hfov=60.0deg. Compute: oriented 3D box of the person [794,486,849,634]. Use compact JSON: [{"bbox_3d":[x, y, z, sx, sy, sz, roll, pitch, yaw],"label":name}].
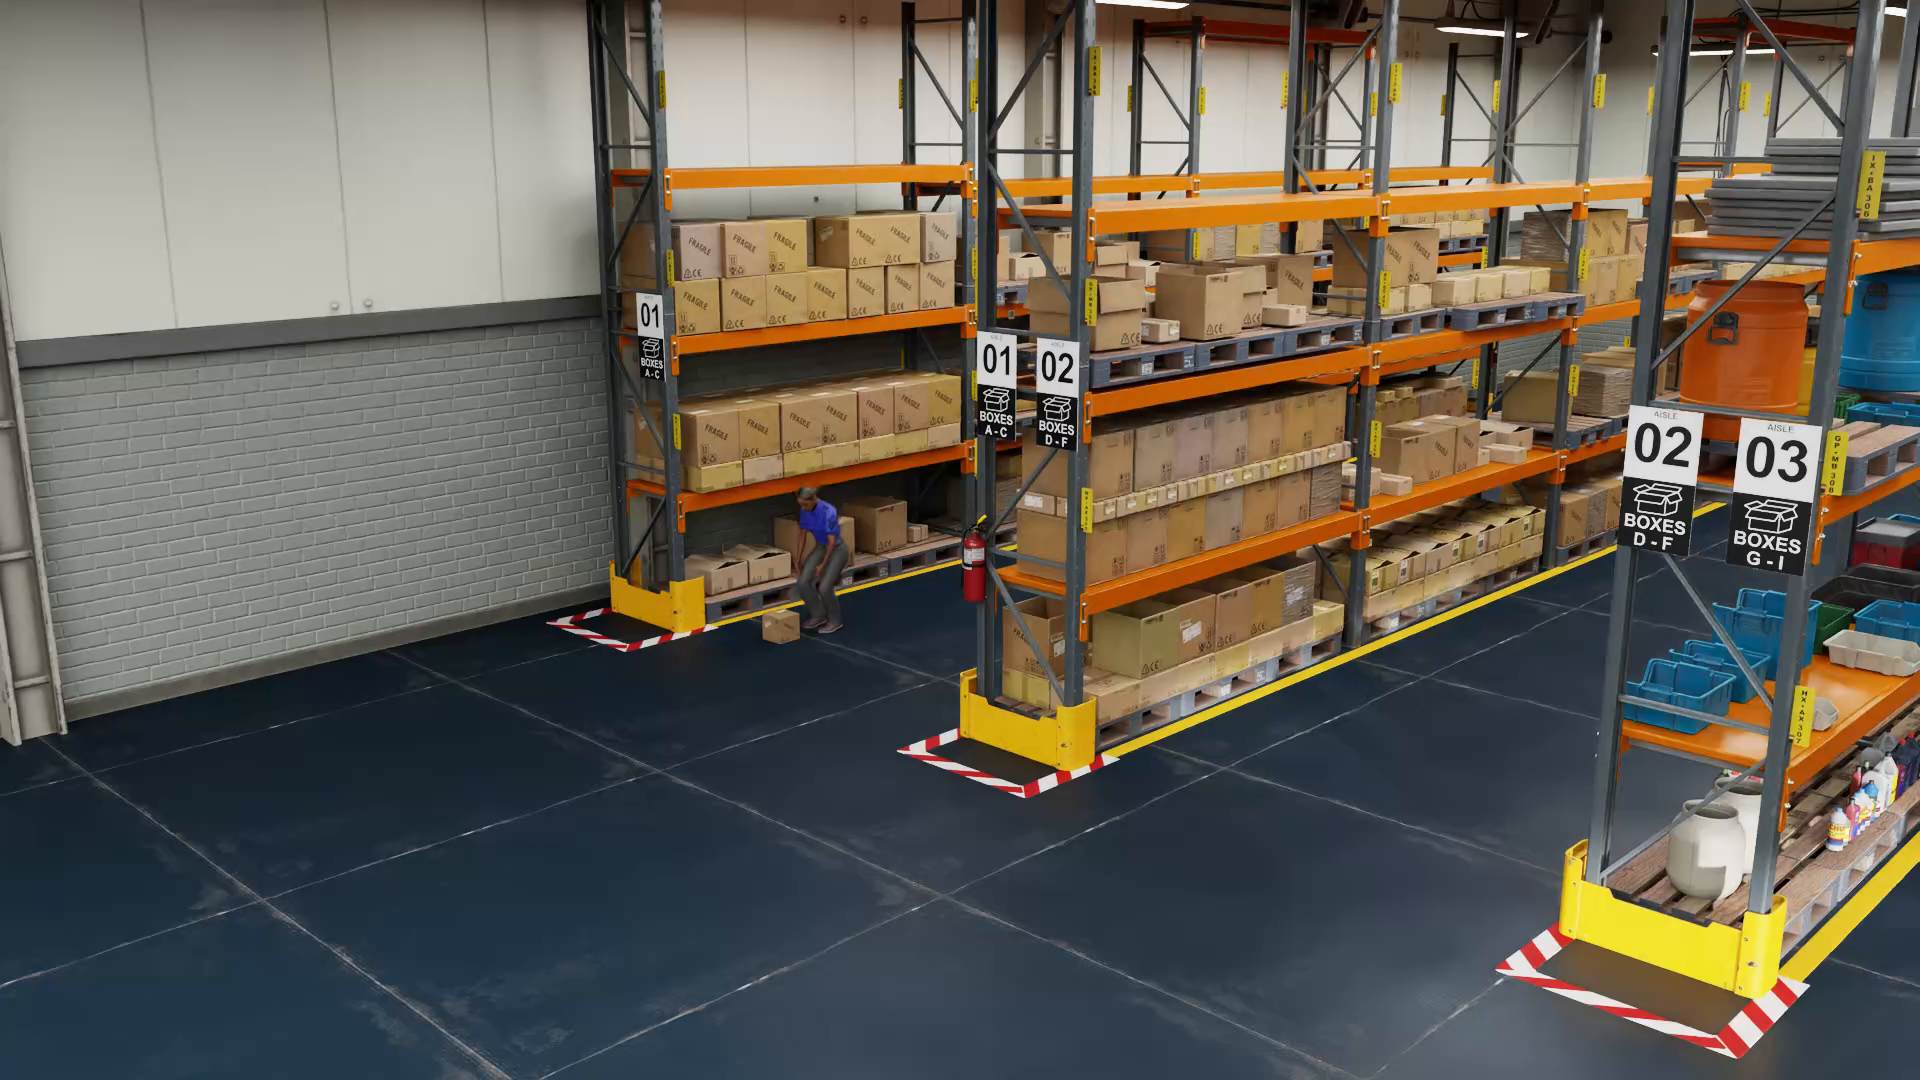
[{"bbox_3d":[-1.307,0.165,15.822,0.492,1.438,0.576,13,19,43],"label":"person"}]
